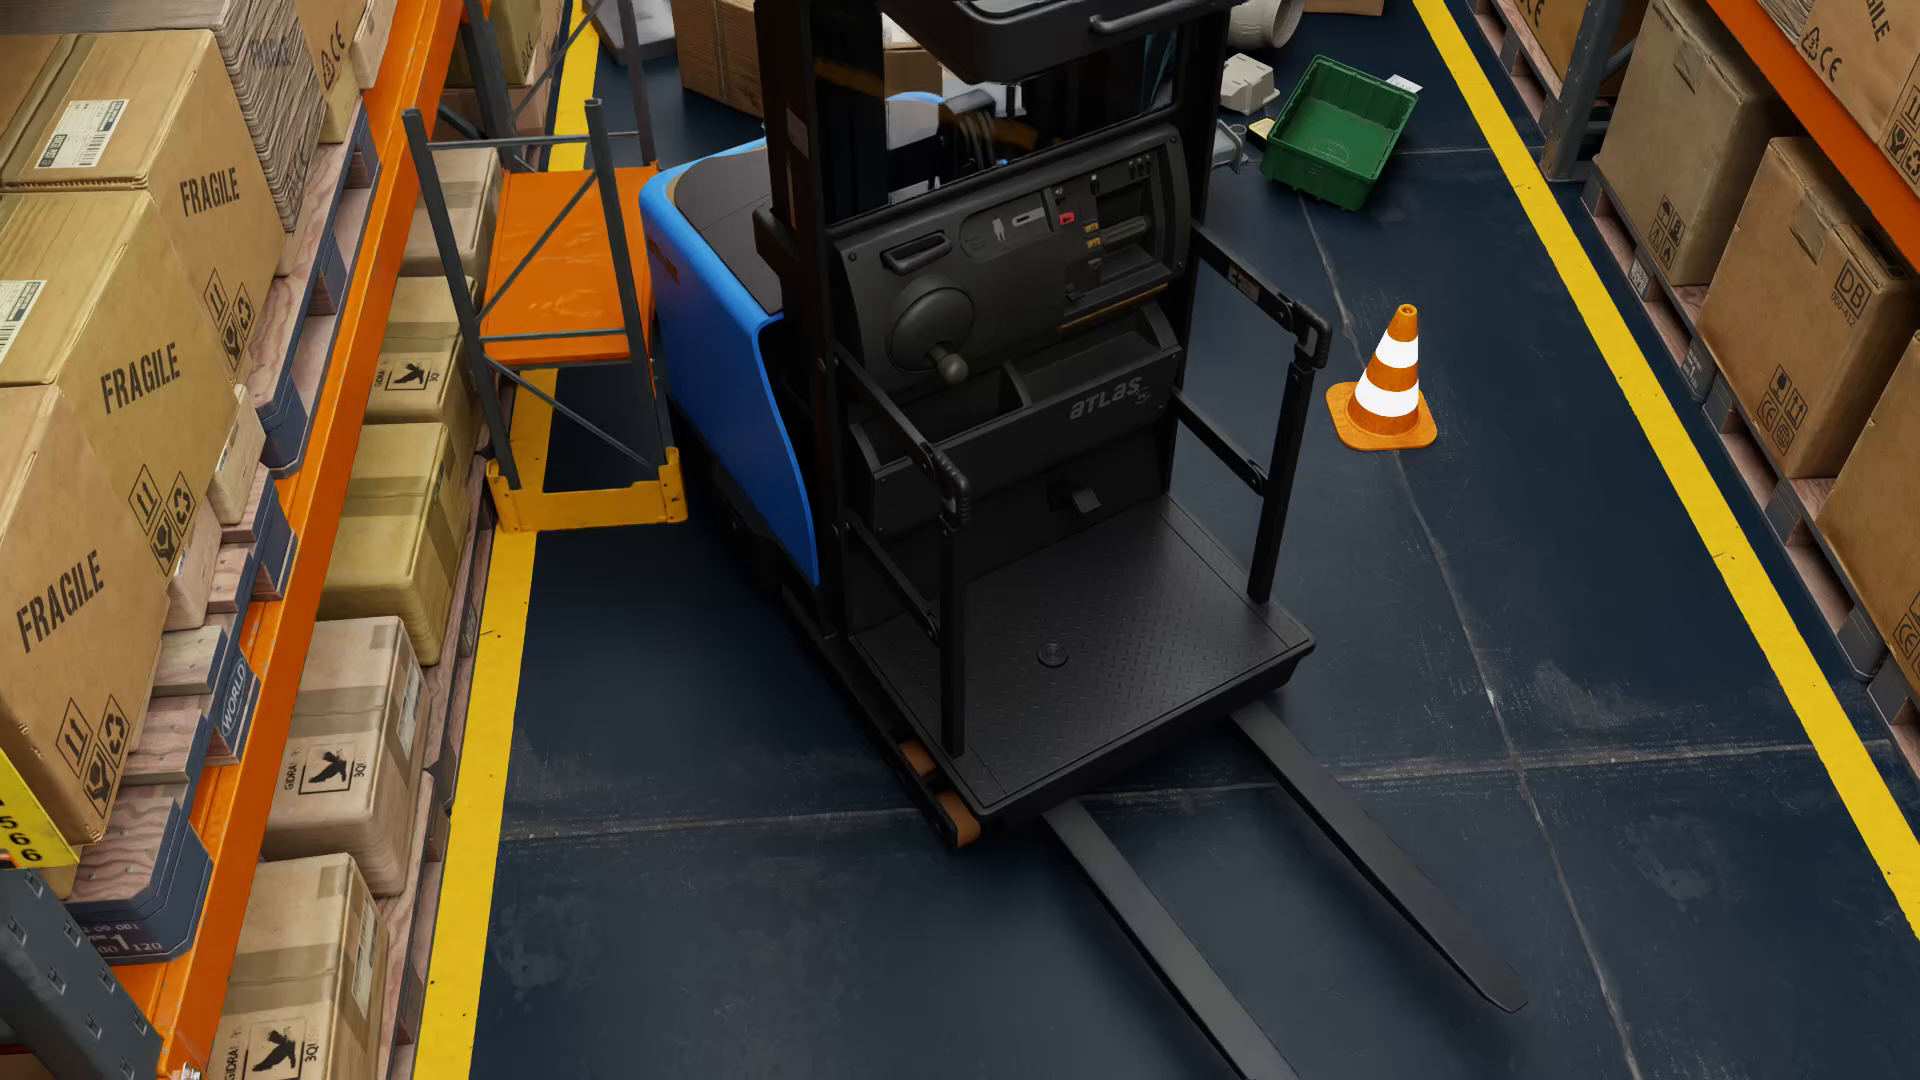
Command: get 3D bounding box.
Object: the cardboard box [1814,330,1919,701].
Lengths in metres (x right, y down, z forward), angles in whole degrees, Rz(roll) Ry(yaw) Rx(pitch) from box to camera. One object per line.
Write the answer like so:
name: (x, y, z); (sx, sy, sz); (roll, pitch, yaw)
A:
cardboard box: (3.117, -0.069, 4.510); (1.050, 0.750, 0.750); (-3, 47, -3)

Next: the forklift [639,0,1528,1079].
forklift: (0.263, -0.577, 3.777); (1.130, 2.935, 3.031); (-24, 51, -21)

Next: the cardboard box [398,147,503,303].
cardboard box: (-2.058, -1.002, 5.653); (0.950, 0.372, 0.625); (-3, 47, -3)

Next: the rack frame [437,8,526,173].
rack frame: (-2.104, -2.140, 5.211); (1.000, 3.000, 0.127); (-3, 47, -3)

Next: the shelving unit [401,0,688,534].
shelving unit: (-1.213, -0.946, 5.112); (0.587, 1.500, 1.083); (-4, 47, -4)

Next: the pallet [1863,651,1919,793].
pallet: (3.164, 0.764, 4.381); (1.003, 0.211, 1.213); (-3, 47, -3)

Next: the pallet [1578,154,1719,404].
pallet: (2.960, -1.001, 6.053); (1.003, 0.211, 1.213); (-3, 47, -3)

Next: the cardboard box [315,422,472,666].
cardboard box: (-1.934, 0.021, 4.684); (0.950, 0.372, 0.625); (-2, 47, -2)

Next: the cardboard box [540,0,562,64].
cardboard box: (-1.940, -2.168, 6.842); (0.500, 0.250, 0.500); (-1, 47, -1)

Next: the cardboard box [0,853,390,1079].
cardboard box: (-1.807, 1.104, 3.659); (0.950, 0.372, 0.625); (-6, 47, -6)

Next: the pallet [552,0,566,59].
pallet: (-2.301, -2.550, 7.519); (1.003, 0.211, 1.213); (-3, 47, -3)

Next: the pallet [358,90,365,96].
pallet: (-2.185, -1.512, 4.748); (1.003, 0.211, 1.213); (-3, 47, -3)

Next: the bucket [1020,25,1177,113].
bucket: (0.511, -1.869, 6.162); (0.726, 0.611, 0.620); (11, 58, 10)

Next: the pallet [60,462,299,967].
pallet: (-1.935, 0.311, 3.022); (1.213, 0.211, 1.003); (-3, 47, -3)

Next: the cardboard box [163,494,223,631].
cardboard box: (-1.578, 0.042, 3.028); (0.380, 0.149, 0.250); (-6, 47, -6)

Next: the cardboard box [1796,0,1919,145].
cardboard box: (2.678, -1.424, 4.464); (0.500, 0.500, 0.500); (-4, 47, -4)

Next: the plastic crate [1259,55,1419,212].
plastic crate: (1.500, -1.613, 6.609); (0.450, 0.188, 0.662); (25, 51, 9)

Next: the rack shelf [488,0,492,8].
rack shelf: (-2.272, -3.340, 6.842); (1.077, 0.370, 4.000); (-3, 47, -3)

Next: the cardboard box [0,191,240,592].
cardboard box: (-1.627, -0.243, 2.852); (0.500, 0.500, 0.500); (-1, 47, -1)

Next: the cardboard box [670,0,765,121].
cardboard box: (-0.838, -2.139, 6.930); (0.500, 0.500, 0.500); (27, 52, 23)

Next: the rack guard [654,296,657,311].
rack guard: (-1.261, -0.876, 5.907); (0.587, 0.250, 0.087); (-4, 47, -4)

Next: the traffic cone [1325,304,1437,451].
traffic cone: (1.428, -0.580, 5.480); (0.336, 0.463, 0.334); (-3, 47, -3)

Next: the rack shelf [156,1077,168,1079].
rack shelf: (-1.602, 2.448, 1.361); (1.077, 0.370, 4.000); (-3, 47, -3)

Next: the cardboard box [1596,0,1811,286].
cardboard box: (2.962, -1.441, 5.809); (1.050, 0.750, 0.750); (-4, 47, -3)

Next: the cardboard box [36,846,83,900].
cardboard box: (-1.611, 0.450, 2.642); (0.380, 0.149, 0.250); (-6, 47, -6)

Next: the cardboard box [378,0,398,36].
cardboard box: (-1.724, -1.466, 4.457); (0.380, 0.149, 0.250); (-4, 47, -4)

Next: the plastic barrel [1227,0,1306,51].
plastic barrel: (1.196, -2.356, 7.189); (0.512, 0.421, 0.421); (27, 52, 23)

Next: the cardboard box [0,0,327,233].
cardboard box: (-1.712, -0.989, 3.558); (0.500, 0.500, 0.500); (-5, 47, -5)

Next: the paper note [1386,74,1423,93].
paper note: (1.861, -1.925, 7.051); (0.147, 0.020, 0.142); (-36, 56, -29)

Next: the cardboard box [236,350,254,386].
cardboard box: (-1.679, -0.328, 3.378); (0.380, 0.149, 0.250); (-1, 47, -1)

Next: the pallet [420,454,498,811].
pallet: (-1.932, 0.267, 4.852); (1.003, 0.211, 1.213); (-3, 47, -3)

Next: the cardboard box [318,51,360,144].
cardboard box: (-1.715, -1.104, 4.113); (0.380, 0.149, 0.250); (-4, 47, -3)

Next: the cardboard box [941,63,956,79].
cardboard box: (-0.034, -1.920, 6.885); (0.258, 0.266, 0.396); (-36, 56, -29)

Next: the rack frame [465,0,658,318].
rack frame: (-1.263, -1.319, 5.467); (0.500, 1.500, 0.032); (-4, 47, -4)
